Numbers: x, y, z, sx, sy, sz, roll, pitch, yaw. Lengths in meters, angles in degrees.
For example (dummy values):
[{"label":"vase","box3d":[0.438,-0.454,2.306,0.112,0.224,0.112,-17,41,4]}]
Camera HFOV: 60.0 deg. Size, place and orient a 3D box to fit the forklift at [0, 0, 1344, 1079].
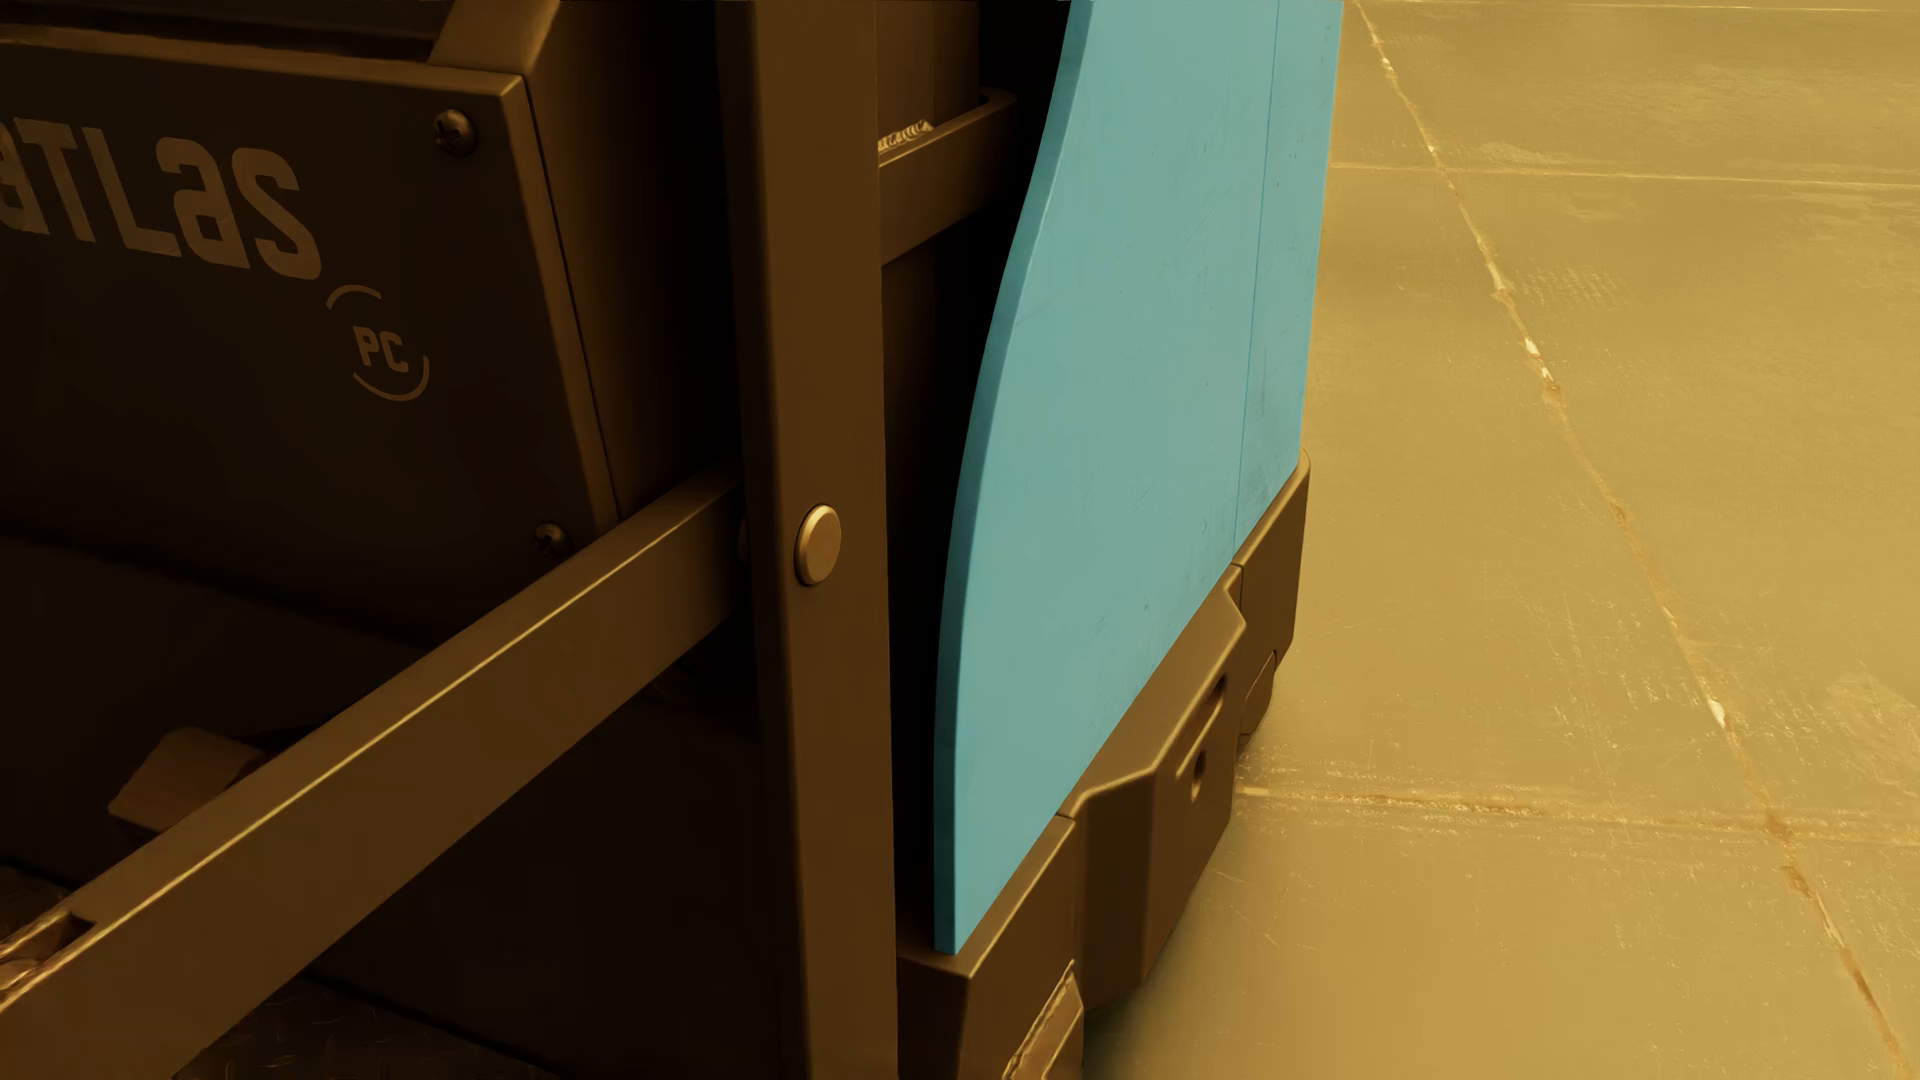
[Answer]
[{"label":"forklift","box3d":[-0.659,-0.645,0.509,1.130,2.935,3.031,12,29,22]}]
